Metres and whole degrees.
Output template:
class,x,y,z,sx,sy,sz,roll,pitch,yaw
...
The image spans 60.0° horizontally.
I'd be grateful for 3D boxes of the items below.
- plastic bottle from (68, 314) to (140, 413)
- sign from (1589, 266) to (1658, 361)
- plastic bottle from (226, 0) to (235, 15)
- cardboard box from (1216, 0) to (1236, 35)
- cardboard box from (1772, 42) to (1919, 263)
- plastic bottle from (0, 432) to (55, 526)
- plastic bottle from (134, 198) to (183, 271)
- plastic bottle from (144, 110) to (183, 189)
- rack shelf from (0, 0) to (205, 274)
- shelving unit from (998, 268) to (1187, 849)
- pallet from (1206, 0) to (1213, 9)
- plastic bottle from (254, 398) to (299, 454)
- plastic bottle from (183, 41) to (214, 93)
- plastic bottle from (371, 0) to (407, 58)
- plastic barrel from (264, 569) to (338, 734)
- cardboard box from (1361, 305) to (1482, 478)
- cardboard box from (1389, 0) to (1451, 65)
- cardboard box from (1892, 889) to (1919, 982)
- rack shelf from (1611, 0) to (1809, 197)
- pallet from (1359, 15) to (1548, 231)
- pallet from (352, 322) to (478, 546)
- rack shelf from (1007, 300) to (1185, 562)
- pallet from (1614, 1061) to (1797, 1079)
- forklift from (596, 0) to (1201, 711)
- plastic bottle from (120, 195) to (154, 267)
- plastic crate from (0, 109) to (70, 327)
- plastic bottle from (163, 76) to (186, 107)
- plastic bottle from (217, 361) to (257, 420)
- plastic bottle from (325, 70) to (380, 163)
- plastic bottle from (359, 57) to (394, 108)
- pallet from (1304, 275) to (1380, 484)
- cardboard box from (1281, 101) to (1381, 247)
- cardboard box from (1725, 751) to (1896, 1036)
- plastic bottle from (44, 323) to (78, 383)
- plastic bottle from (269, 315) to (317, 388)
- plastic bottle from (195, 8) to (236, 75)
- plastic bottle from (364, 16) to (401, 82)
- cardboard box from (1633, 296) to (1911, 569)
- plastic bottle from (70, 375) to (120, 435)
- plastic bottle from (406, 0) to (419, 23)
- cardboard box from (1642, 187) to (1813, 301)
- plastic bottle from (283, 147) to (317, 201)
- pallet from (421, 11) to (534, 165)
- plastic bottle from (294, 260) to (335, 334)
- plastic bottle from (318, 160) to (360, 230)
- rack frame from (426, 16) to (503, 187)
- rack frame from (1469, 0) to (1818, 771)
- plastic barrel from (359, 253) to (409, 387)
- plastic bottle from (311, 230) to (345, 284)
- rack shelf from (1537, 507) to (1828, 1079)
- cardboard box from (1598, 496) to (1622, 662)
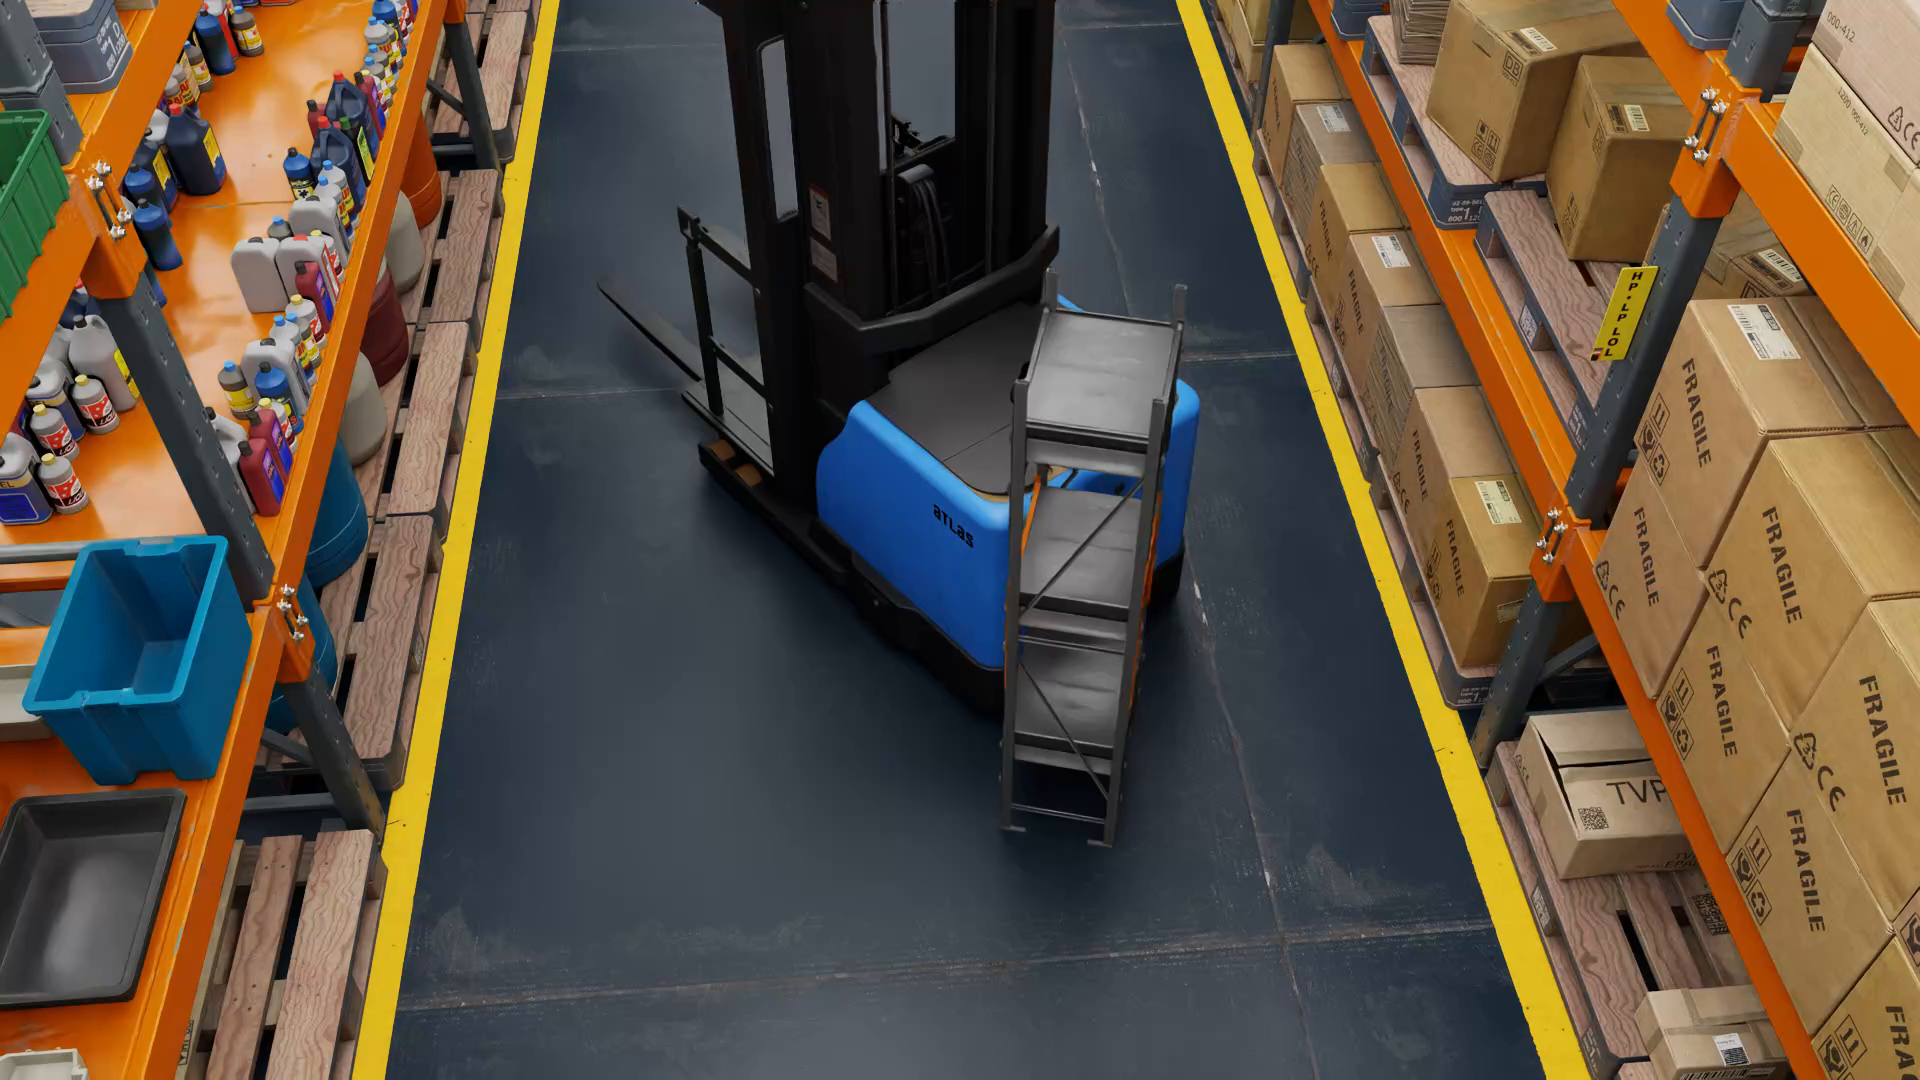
class,x,y,z,sx,sy,sz,roll,pitch,yaw
plastic bottle,-2.803,-0.601,5.424,0.144,0.351,0.185,-3,47,-3
sign,1.840,-0.625,4.615,0.100,0.325,0.005,-3,47,-3
plastic bottle,-3.174,-2.302,7.137,0.097,0.201,0.097,0,47,0
cardboard box,1.724,-3.094,9.356,0.500,0.250,0.500,-4,47,-4
cardboard box,2.187,-0.876,3.687,0.500,0.250,0.500,-3,47,-3
plastic bottle,-2.898,-0.187,5.083,0.152,0.276,0.135,-3,47,-3
plastic bottle,-2.879,-1.101,5.952,0.097,0.271,0.097,0,47,0
plastic bottle,-3.048,-1.480,6.307,0.152,0.276,0.135,-3,47,-3
rack shelf,-2.711,-2.196,5.329,1.077,0.370,4.000,-3,47,-3
shelving unit,0.392,0.157,5.292,0.431,2.100,0.503,9,47,8
pallet,1.929,-3.677,10.223,1.003,0.211,1.213,-3,47,-3
plastic bottle,-2.188,-0.366,5.304,0.097,0.201,0.097,0,47,0
plastic bottle,-3.132,-1.941,6.795,0.097,0.201,0.097,0,47,0
plastic bottle,-2.392,-2.155,6.950,0.097,0.271,0.097,0,47,0
plastic barrel,-2.572,0.218,5.770,0.600,0.901,0.708,-3,47,-3
cardboard box,1.991,-0.615,6.822,0.500,0.500,0.500,-3,47,-3
cardboard box,2.109,-2.214,6.559,0.700,0.500,0.500,4,47,4
cardboard box,2.282,0.836,3.271,0.500,0.500,0.500,-2,47,-2
rack shelf,2.226,-2.494,5.612,1.077,0.370,4.000,-3,47,-3
pallet,2.225,-1.684,6.548,1.003,0.211,1.213,-3,47,-3
pallet,-2.672,-0.451,7.168,1.003,0.211,1.213,-3,47,-3
rack shelf,0.392,-0.315,4.793,0.431,0.518,0.480,9,47,8
pallet,2.555,2.078,4.774,1.003,0.211,1.213,-3,47,-3
forklift,-0.459,-1.376,6.171,1.130,2.935,3.031,-31,54,-26
plastic bottle,-3.002,-1.082,5.930,0.152,0.276,0.135,-3,47,-3
plastic crate,-2.207,-0.635,3.502,0.450,0.188,0.662,-3,47,-3
plastic bottle,-3.104,-1.727,6.545,0.097,0.271,0.097,0,47,0
plastic bottle,-2.356,-0.498,5.429,0.097,0.201,0.097,0,47,0
plastic bottle,-2.352,-1.630,6.398,0.144,0.351,0.185,-3,47,-3
plastic bottle,-2.360,-1.849,6.709,0.097,0.201,0.097,0,47,0
pallet,2.182,-0.775,7.475,1.003,0.211,1.213,-3,47,-3
cardboard box,1.861,-1.724,7.871,0.500,0.500,0.500,-5,47,-5
cardboard box,2.250,0.820,3.975,0.500,0.500,0.500,-4,47,-4
plastic bottle,-2.946,-0.593,5.416,0.144,0.351,0.185,-3,47,-3
plastic bottle,-2.216,-0.629,5.505,0.097,0.271,0.097,0,47,0
plastic bottle,-3.082,-2.065,6.865,0.097,0.271,0.097,0,47,0
plastic bottle,-2.376,-2.014,6.817,0.097,0.271,0.097,0,47,0
cardboard box,2.152,-0.283,4.331,0.500,0.500,0.500,-2,47,-2
plastic bottle,-2.806,-0.447,5.381,0.097,0.201,0.097,0,47,0
plastic bottle,-2.400,-2.385,7.159,0.061,0.283,0.133,-3,47,-3
cardboard box,2.576,-0.798,5.218,0.700,0.500,0.500,-18,49,-16
plastic bottle,-2.442,-1.334,6.172,0.097,0.271,0.097,0,47,0
pallet,-2.904,-2.463,9.073,1.003,0.211,1.213,-3,47,-3
plastic bottle,-2.223,-0.858,5.714,0.061,0.283,0.133,-3,47,-3
plastic bottle,-2.290,-1.272,6.114,0.097,0.271,0.097,0,47,0
rack frame,-2.878,-2.859,7.528,1.000,3.000,0.127,-3,47,-3
rack frame,2.393,-0.263,5.070,1.000,3.000,0.127,-3,47,-3
plastic barrel,-2.726,-1.004,7.143,0.600,0.588,0.708,-3,47,-3
plastic bottle,-2.262,-1.010,5.914,0.097,0.201,0.097,0,47,0
rack shelf,2.560,1.432,3.960,1.077,0.370,4.000,-3,47,-3
cardboard box,2.595,0.081,6.163,0.500,0.500,0.500,-5,47,-5
